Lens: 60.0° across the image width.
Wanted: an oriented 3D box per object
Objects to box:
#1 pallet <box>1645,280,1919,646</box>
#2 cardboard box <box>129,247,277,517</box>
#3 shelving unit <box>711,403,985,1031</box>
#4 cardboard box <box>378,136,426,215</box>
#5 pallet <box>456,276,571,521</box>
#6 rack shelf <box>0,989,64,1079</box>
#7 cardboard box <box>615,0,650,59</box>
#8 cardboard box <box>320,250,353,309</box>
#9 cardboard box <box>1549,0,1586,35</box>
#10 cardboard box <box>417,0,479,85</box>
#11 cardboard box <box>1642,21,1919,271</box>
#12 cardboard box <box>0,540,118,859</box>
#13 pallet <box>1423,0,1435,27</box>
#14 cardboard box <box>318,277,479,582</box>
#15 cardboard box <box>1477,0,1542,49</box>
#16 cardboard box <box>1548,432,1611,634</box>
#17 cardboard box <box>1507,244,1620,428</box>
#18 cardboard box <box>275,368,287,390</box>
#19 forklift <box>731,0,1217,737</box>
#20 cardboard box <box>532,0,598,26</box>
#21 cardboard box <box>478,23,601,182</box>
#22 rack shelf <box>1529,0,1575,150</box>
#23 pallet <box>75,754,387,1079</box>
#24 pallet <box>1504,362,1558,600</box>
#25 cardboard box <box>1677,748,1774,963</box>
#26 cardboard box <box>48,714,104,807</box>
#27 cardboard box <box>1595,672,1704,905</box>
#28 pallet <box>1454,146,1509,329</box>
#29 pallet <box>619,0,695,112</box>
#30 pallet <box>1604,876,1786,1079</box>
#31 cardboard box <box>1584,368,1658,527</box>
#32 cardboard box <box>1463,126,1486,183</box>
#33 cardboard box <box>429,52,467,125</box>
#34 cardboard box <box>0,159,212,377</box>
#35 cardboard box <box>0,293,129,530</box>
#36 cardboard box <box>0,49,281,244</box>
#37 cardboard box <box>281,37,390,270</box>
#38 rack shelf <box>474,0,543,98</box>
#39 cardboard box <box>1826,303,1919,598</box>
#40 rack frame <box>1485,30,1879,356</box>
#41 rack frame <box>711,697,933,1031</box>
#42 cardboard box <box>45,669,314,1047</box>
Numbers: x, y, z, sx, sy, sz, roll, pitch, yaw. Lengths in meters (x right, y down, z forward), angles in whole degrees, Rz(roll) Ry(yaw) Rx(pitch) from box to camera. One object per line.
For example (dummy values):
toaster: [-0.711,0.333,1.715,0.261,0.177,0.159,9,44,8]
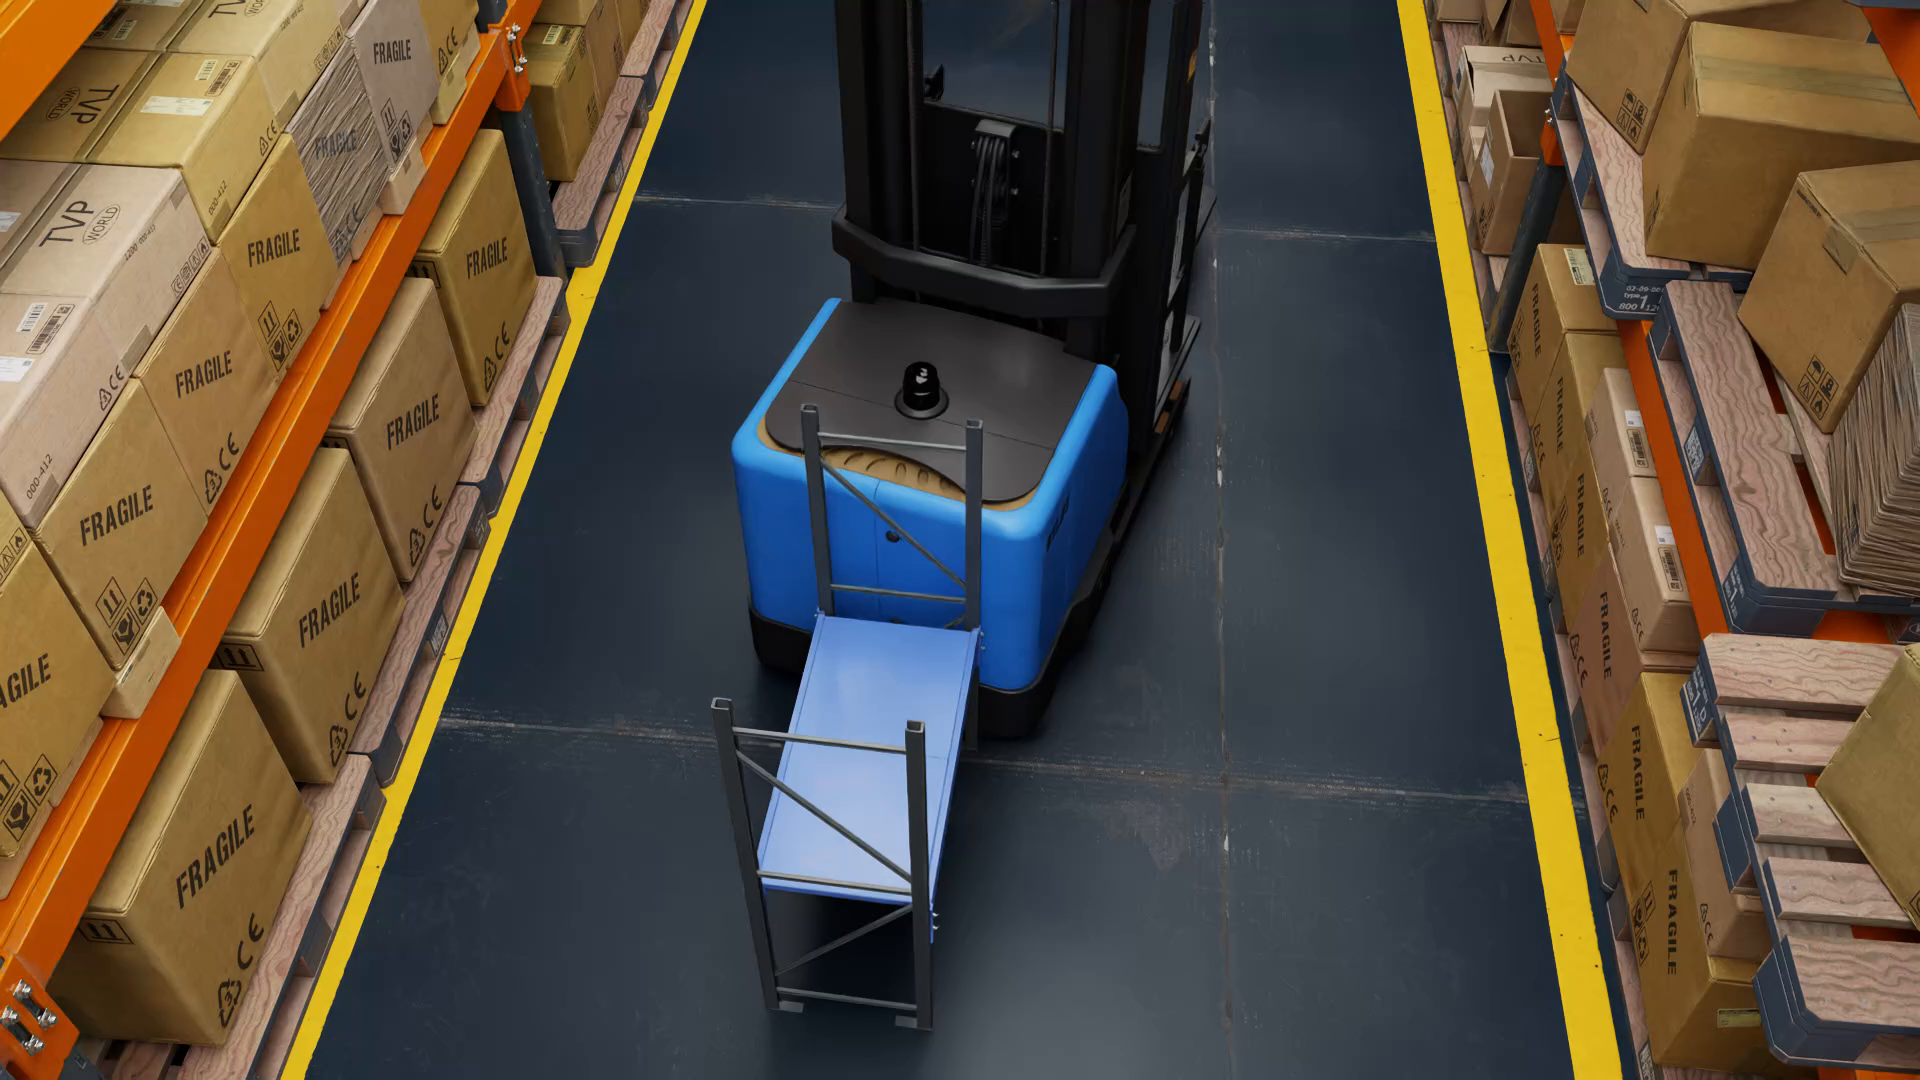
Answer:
pallet: [2.525,-0.227,4.555,1.003,0.211,1.213,4,48,4]
cardboard box: [-2.178,-0.422,4.320,0.500,0.500,0.500,4,48,3]
shelving unit: [-0.259,0.539,4.741,0.538,1.500,1.048,6,48,5]
cardboard box: [-1.999,-1.214,5.484,0.380,0.149,0.250,4,48,4]
pallet: [-2.211,-0.619,6.673,1.003,0.211,1.213,4,48,4]
rack shelf: [-2.763,2.520,2.400,1.077,0.370,4.000,4,48,4]
cardboard box: [-1.948,-2.719,8.113,0.700,0.500,0.500,5,48,4]
cardboard box: [-2.125,-0.856,5.157,0.380,0.149,0.250,3,48,2]
cardboard box: [2.507,-2.220,6.180,0.500,0.500,0.500,5,48,4]
cardboard box: [-2.007,-1.917,5.687,0.500,0.500,0.500,3,48,3]
cardboard box: [2.452,-1.135,4.903,0.700,0.500,0.500,11,48,10]
cardboard box: [-2.282,0.327,3.636,0.500,0.500,0.500,5,48,5]
pallet: [3.003,-3.158,8.996,1.003,0.211,1.213,4,48,4]
cardboard box: [-2.224,-0.409,5.763,0.750,0.750,0.750,5,48,5]
cardboard box: [2.883,-2.489,7.887,0.797,0.503,0.637,4,48,4]
cardboard box: [2.340,-0.008,5.620,0.500,0.500,0.500,4,48,4]
cardboard box: [2.430,-0.767,6.315,0.500,0.500,0.500,2,48,2]
cardboard box: [-2.191,-0.469,4.803,0.380,0.149,0.250,4,48,4]
forklift: [0.280,-1.441,5.582,1.130,2.935,3.031,16,49,14]
cardboard box: [-1.833,-2.431,7.411,0.380,0.149,0.250,5,48,5]
cardboard box: [-2.046,-1.973,7.431,0.700,0.500,0.500,4,48,4]
rack shelf: [2.899,-3.029,7.475,1.077,0.370,4.000,4,48,4]
pallet: [-2.434,1.174,5.033,1.003,0.211,1.213,4,48,4]
pallet: [2.681,-0.260,6.345,1.003,0.211,1.213,4,48,4]
cardboard box: [2.205,0.835,4.341,0.500,0.250,0.500,6,48,5]
cardboard box: [-2.288,0.474,3.940,0.380,0.149,0.250,4,48,4]
cardboard box: [2.252,0.749,4.928,0.500,0.500,0.500,2,48,2]
pallet: [2.781,-1.365,7.356,1.003,0.211,1.213,4,48,4]
pallet: [-1.960,-2.643,8.525,1.003,0.211,1.213,4,48,4]
pallet: [2.458,1.533,4.705,1.003,0.211,1.213,4,48,4]
cardboard box: [2.339,-0.286,5.366,0.500,0.250,0.500,4,48,4]
cardboard box: [2.461,-1.705,7.411,0.380,0.149,0.250,4,48,4]
cardboard box: [-1.965,-1.600,5.837,0.380,0.149,0.250,5,48,4]
cardboard box: [-2.193,-0.666,4.035,0.500,0.250,0.500,4,48,4]
cardboard box: [-2.234,-0.298,3.699,0.500,0.250,0.500,3,48,3]
cardboard box: [-2.152,-1.041,4.378,0.500,0.250,0.500,3,48,3]
cardboard box: [-2.098,-1.173,5.007,0.500,0.500,0.500,4,48,4]
rack shelf: [-2.034,-3.359,7.777,1.077,0.370,4.000,4,48,4]
cardboard box: [2.571,-0.167,4.018,0.700,0.500,0.500,12,49,11]
rack frame: [2.717,-1.802,5.865,1.000,3.000,0.127,4,48,4]
rack frame: [-0.330,0.910,4.401,0.500,1.500,0.032,6,48,5]
cardboard box: [-2.383,0.859,4.603,0.750,0.750,0.750,3,48,3]
